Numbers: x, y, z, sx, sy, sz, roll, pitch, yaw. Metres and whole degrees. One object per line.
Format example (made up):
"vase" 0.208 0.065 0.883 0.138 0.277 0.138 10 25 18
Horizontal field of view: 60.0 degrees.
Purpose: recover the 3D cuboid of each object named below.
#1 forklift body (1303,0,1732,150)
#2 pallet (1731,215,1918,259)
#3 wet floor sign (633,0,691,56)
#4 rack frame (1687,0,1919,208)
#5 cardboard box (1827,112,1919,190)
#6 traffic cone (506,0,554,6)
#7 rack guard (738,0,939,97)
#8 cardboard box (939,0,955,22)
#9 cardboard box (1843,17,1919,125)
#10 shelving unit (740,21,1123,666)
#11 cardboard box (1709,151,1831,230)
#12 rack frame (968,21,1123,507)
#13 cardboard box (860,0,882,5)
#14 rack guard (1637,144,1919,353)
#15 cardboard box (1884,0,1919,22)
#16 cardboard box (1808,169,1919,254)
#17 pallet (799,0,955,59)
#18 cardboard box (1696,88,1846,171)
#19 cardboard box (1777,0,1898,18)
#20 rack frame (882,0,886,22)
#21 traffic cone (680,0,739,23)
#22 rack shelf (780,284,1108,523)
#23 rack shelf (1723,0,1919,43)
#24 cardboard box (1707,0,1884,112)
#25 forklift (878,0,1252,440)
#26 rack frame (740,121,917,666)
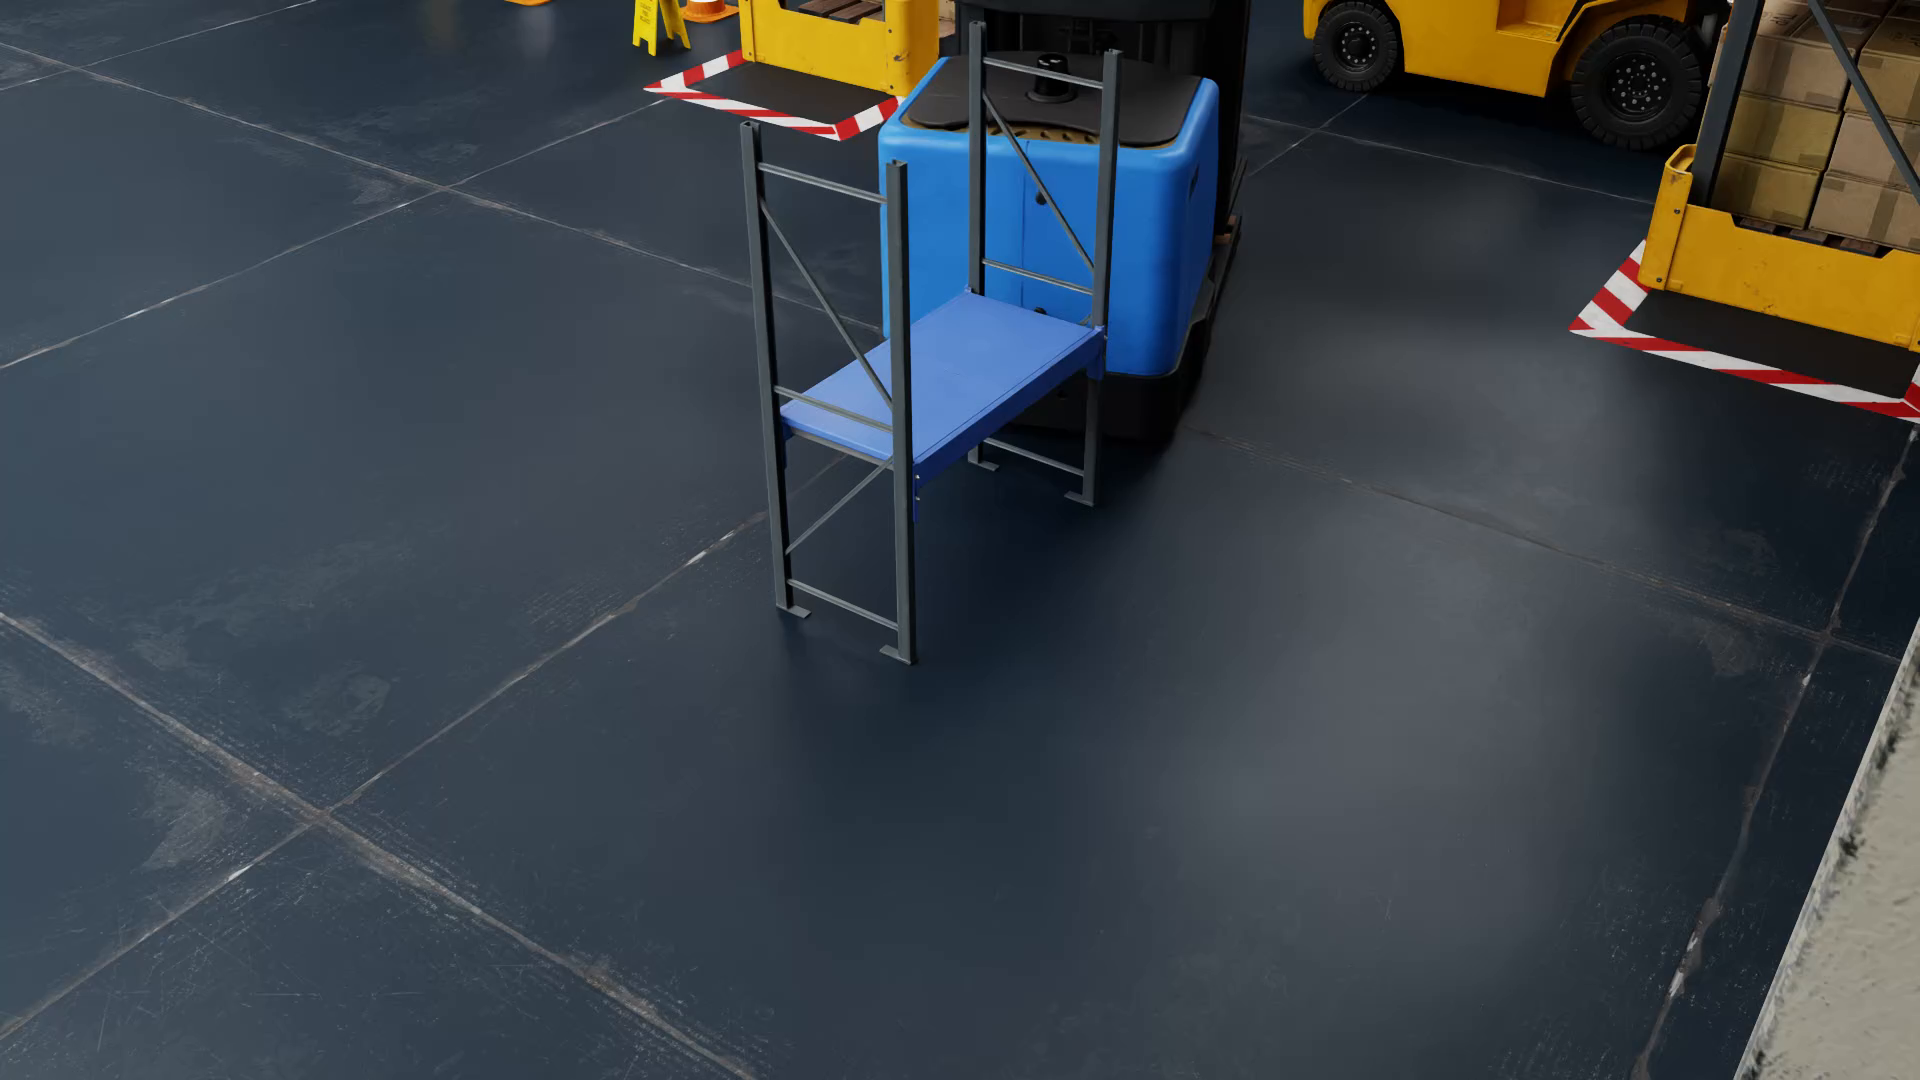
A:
"forklift body" 2.956 -3.312 8.280 2.313 2.155 1.214 21 39 28
"pallet" 3.775 -1.419 7.211 1.003 0.211 1.213 21 39 28
"wet floor sign" -1.694 -3.071 9.267 0.232 0.644 0.267 -22 40 -29
"rack frame" 3.374 -2.208 5.890 1.000 3.000 0.127 21 39 28
"cardboard box" 3.812 -1.600 6.624 0.500 0.250 0.500 22 40 29
"traffic cone" -2.627 -3.549 10.137 0.336 0.463 0.334 21 39 28
"rack guard" -0.663 -2.792 8.984 1.175 0.500 0.348 21 39 28
"cardboard box" -0.019 -3.110 9.303 0.500 0.250 0.500 21 39 28
"cardboard box" 3.803 -1.818 6.500 0.500 0.250 0.500 21 39 28
"shelving unit" -0.049 -0.582 4.824 0.538 1.500 1.048 21 39 28
"cardboard box" 3.382 -1.560 7.011 0.500 0.250 0.500 22 40 28
"rack frame" 0.241 -0.816 5.170 0.500 1.500 0.032 21 39 28
"cardboard box" -0.453 -3.296 9.578 0.500 0.250 0.500 21 39 28
"rack guard" 3.360 -1.162 6.574 1.175 0.500 0.348 21 39 28
"cardboard box" 4.085 -2.049 6.842 0.500 0.250 0.500 21 39 28
"cardboard box" 3.814 -1.407 6.784 0.500 0.250 0.500 21 40 28
"pallet" -0.171 -3.035 9.601 1.003 0.211 1.213 21 39 28
"cardboard box" 3.394 -1.774 6.881 0.500 0.250 0.500 21 39 28
"cardboard box" 3.666 -2.206 7.073 0.500 0.250 0.500 22 40 29
"rack frame" -0.706 -3.792 8.232 1.000 3.000 0.127 21 39 28
"traffic cone" -1.521 -3.351 9.844 0.336 0.463 0.334 21 39 28
"rack shelf" -0.049 -0.433 4.924 0.538 0.185 1.000 21 39 28
"rack shelf" 4.514 -2.831 7.452 1.077 0.370 4.000 21 39 28
"cardboard box" 3.380 -1.969 6.723 0.500 0.250 0.500 23 40 30
"forklift" 0.582 -2.377 6.200 1.130 2.935 3.031 8 35 12
"rack frame" -0.339 -0.348 4.478 0.500 1.500 0.032 21 39 28
